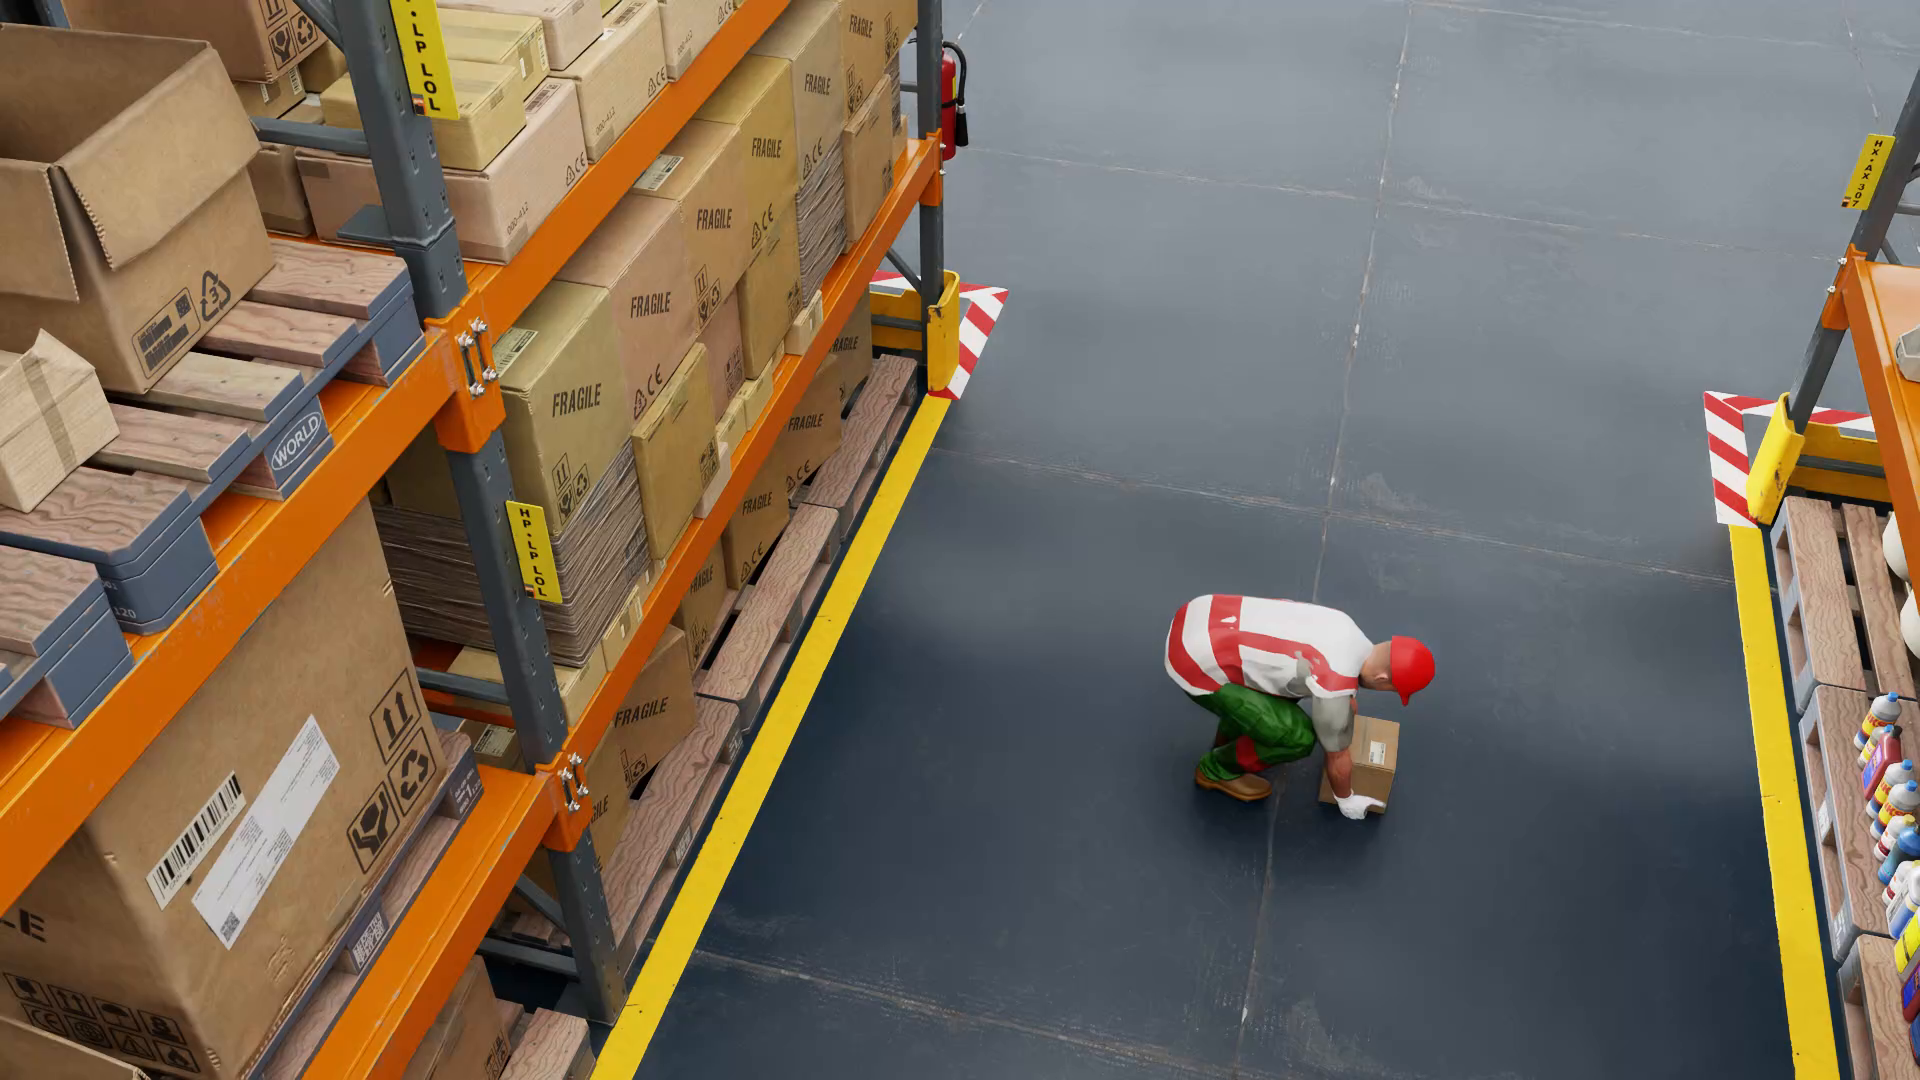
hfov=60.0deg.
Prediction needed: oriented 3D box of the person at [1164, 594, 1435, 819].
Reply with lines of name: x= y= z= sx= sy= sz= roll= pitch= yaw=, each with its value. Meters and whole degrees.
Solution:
person: x=1.235 y=0.601 z=6.213 sx=0.966 sy=0.832 sz=0.520 roll=9 pitch=41 yaw=10
